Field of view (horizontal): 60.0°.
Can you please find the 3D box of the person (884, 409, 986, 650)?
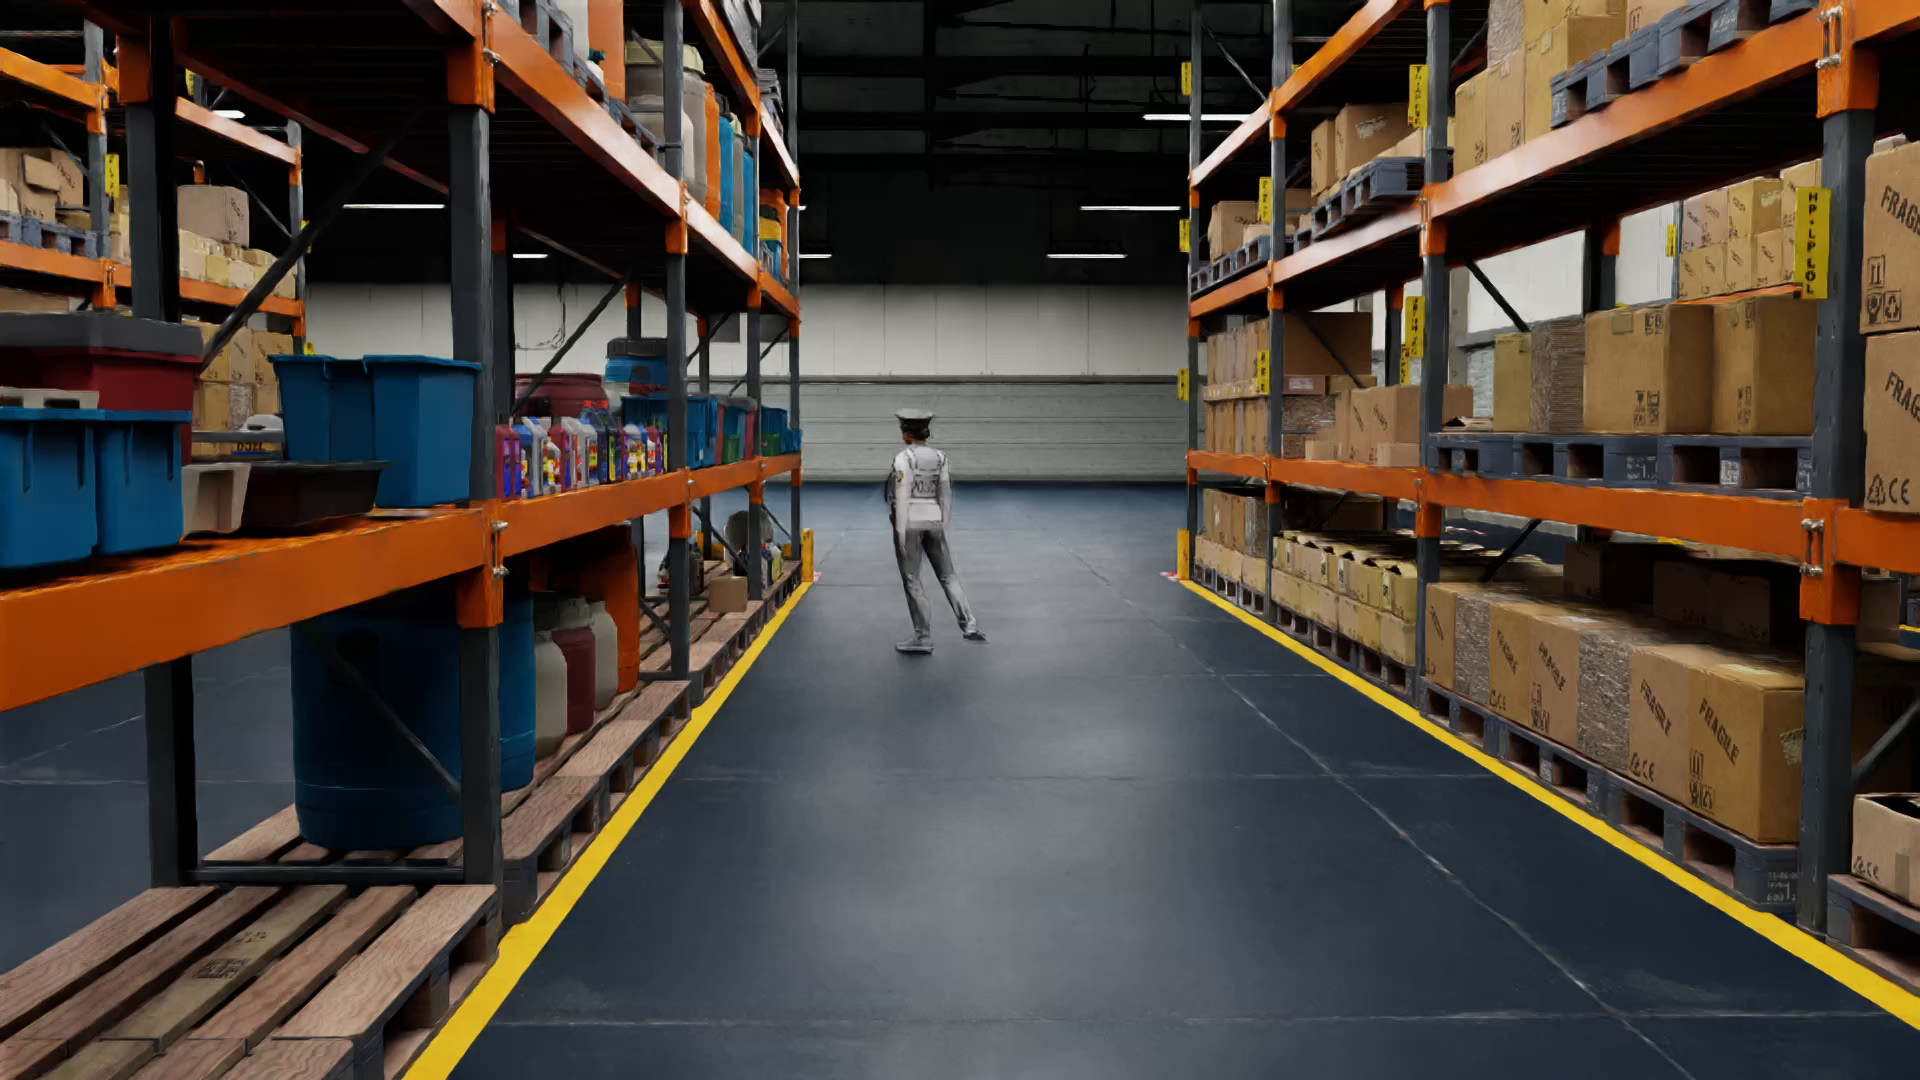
[{"bbox_3d":[-0.159,-0.068,11.428,0.673,1.667,0.492,-3,5,-38],"label":"person"}]
